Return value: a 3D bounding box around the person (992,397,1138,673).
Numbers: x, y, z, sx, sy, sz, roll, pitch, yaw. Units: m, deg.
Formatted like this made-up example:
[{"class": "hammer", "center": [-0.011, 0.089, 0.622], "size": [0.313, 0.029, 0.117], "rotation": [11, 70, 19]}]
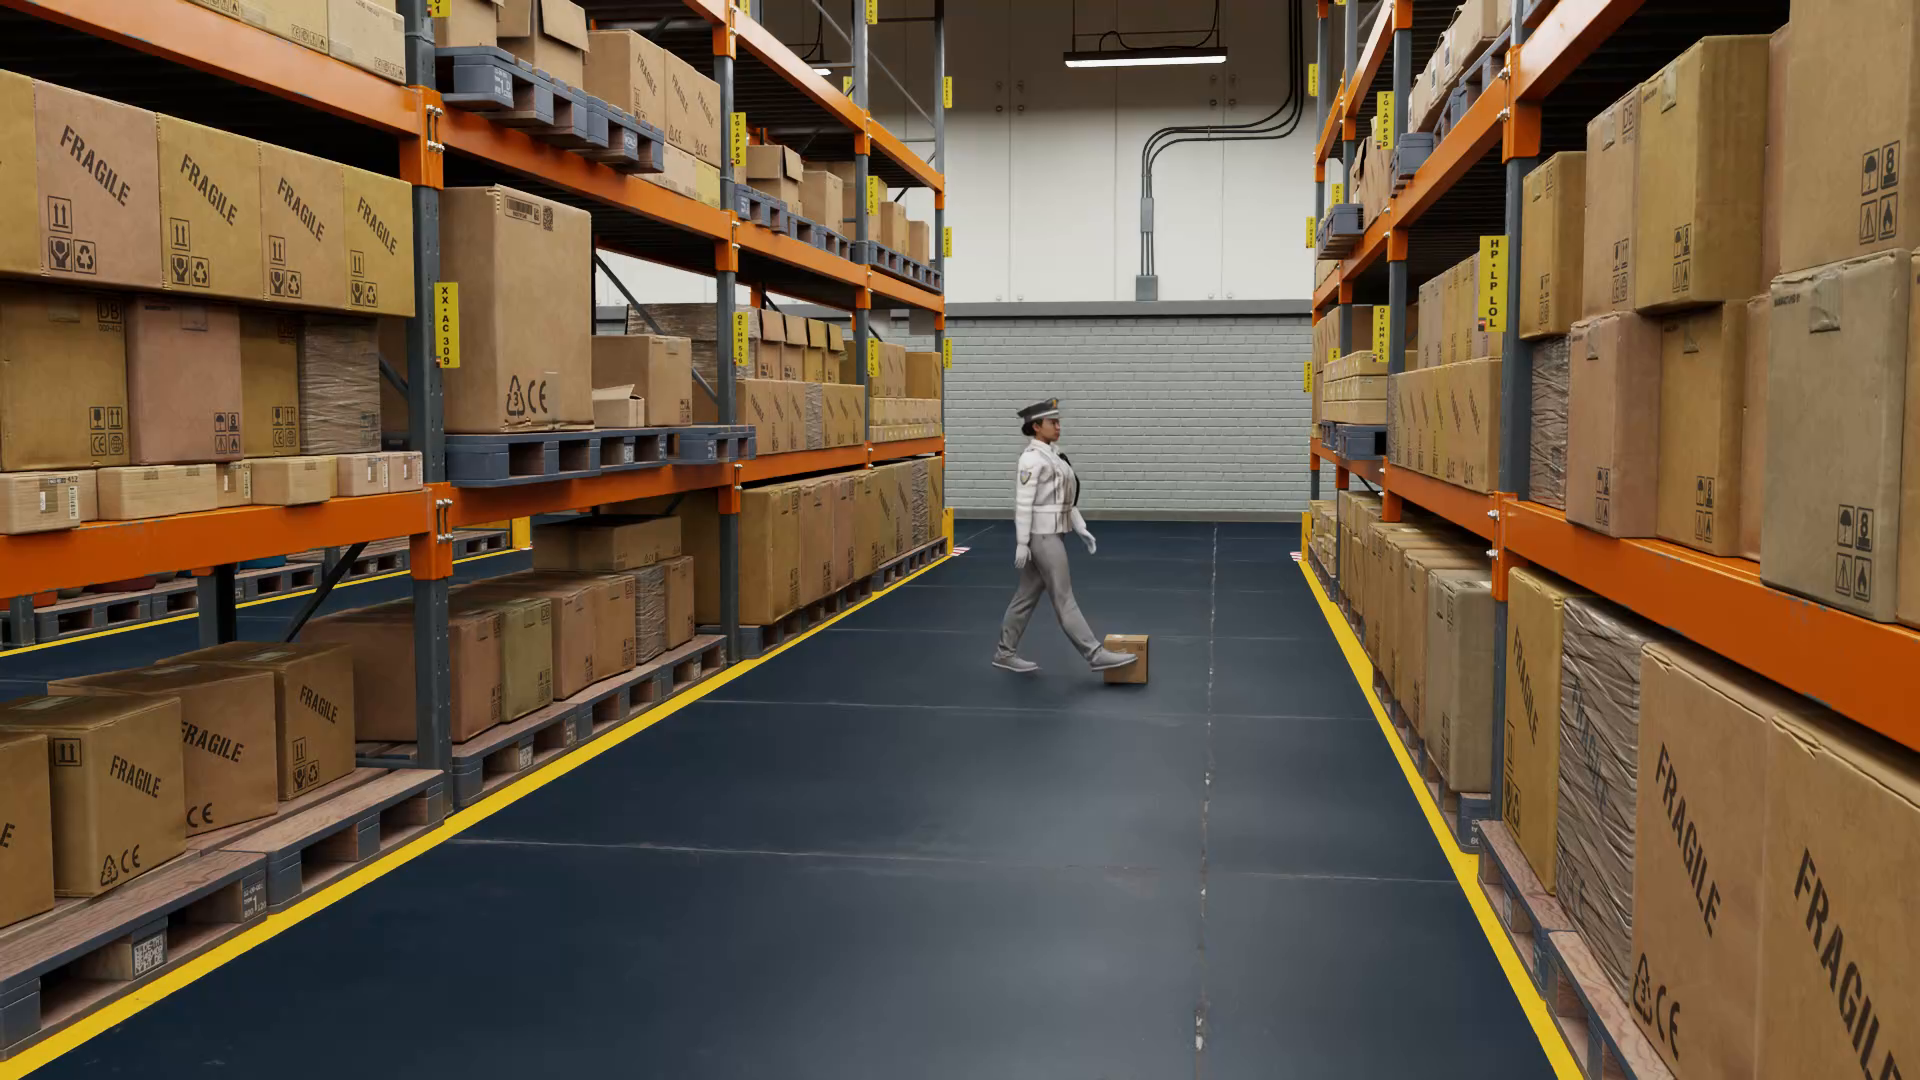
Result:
[{"class": "person", "center": [0.634, -0.022, 9.888], "size": [0.918, 1.649, 0.490], "rotation": [1, 5, 15]}]
